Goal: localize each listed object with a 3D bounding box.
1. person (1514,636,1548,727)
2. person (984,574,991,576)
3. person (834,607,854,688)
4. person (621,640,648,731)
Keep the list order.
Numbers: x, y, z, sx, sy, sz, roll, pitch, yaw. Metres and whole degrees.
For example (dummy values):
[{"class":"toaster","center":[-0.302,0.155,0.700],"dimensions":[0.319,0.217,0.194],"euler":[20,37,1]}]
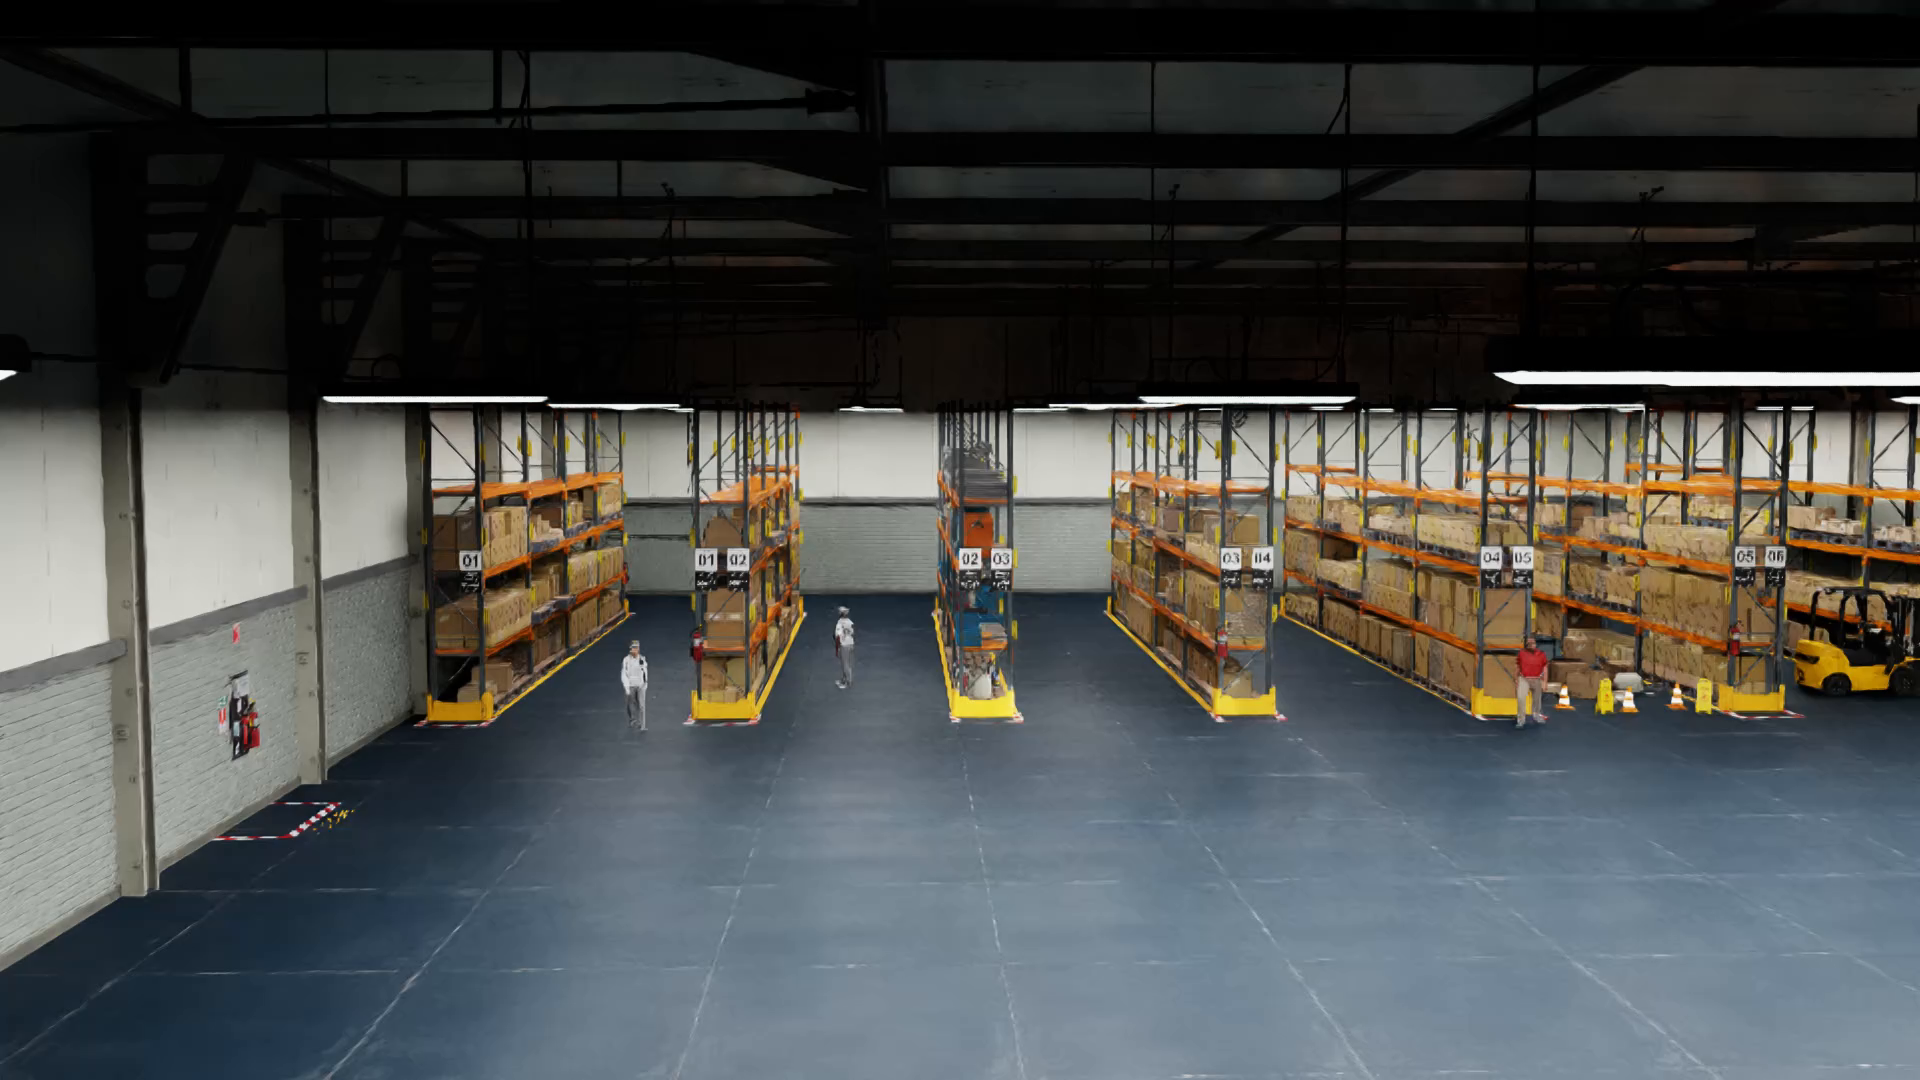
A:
[{"class":"person","center":[10.452,2.579,30.440],"dimensions":[0.580,1.669,0.979],"euler":[2,5,19]},{"class":"person","center":[0.982,1.051,50.915],"dimensions":[0.639,1.632,0.512],"euler":[0,4,-5]},{"class":"person","center":[-2.440,2.237,34.797],"dimensions":[0.549,1.664,0.574],"euler":[2,5,29]},{"class":"person","center":[-5.888,2.612,30.100],"dimensions":[0.483,1.616,0.995],"euler":[-1,4,-11]}]
